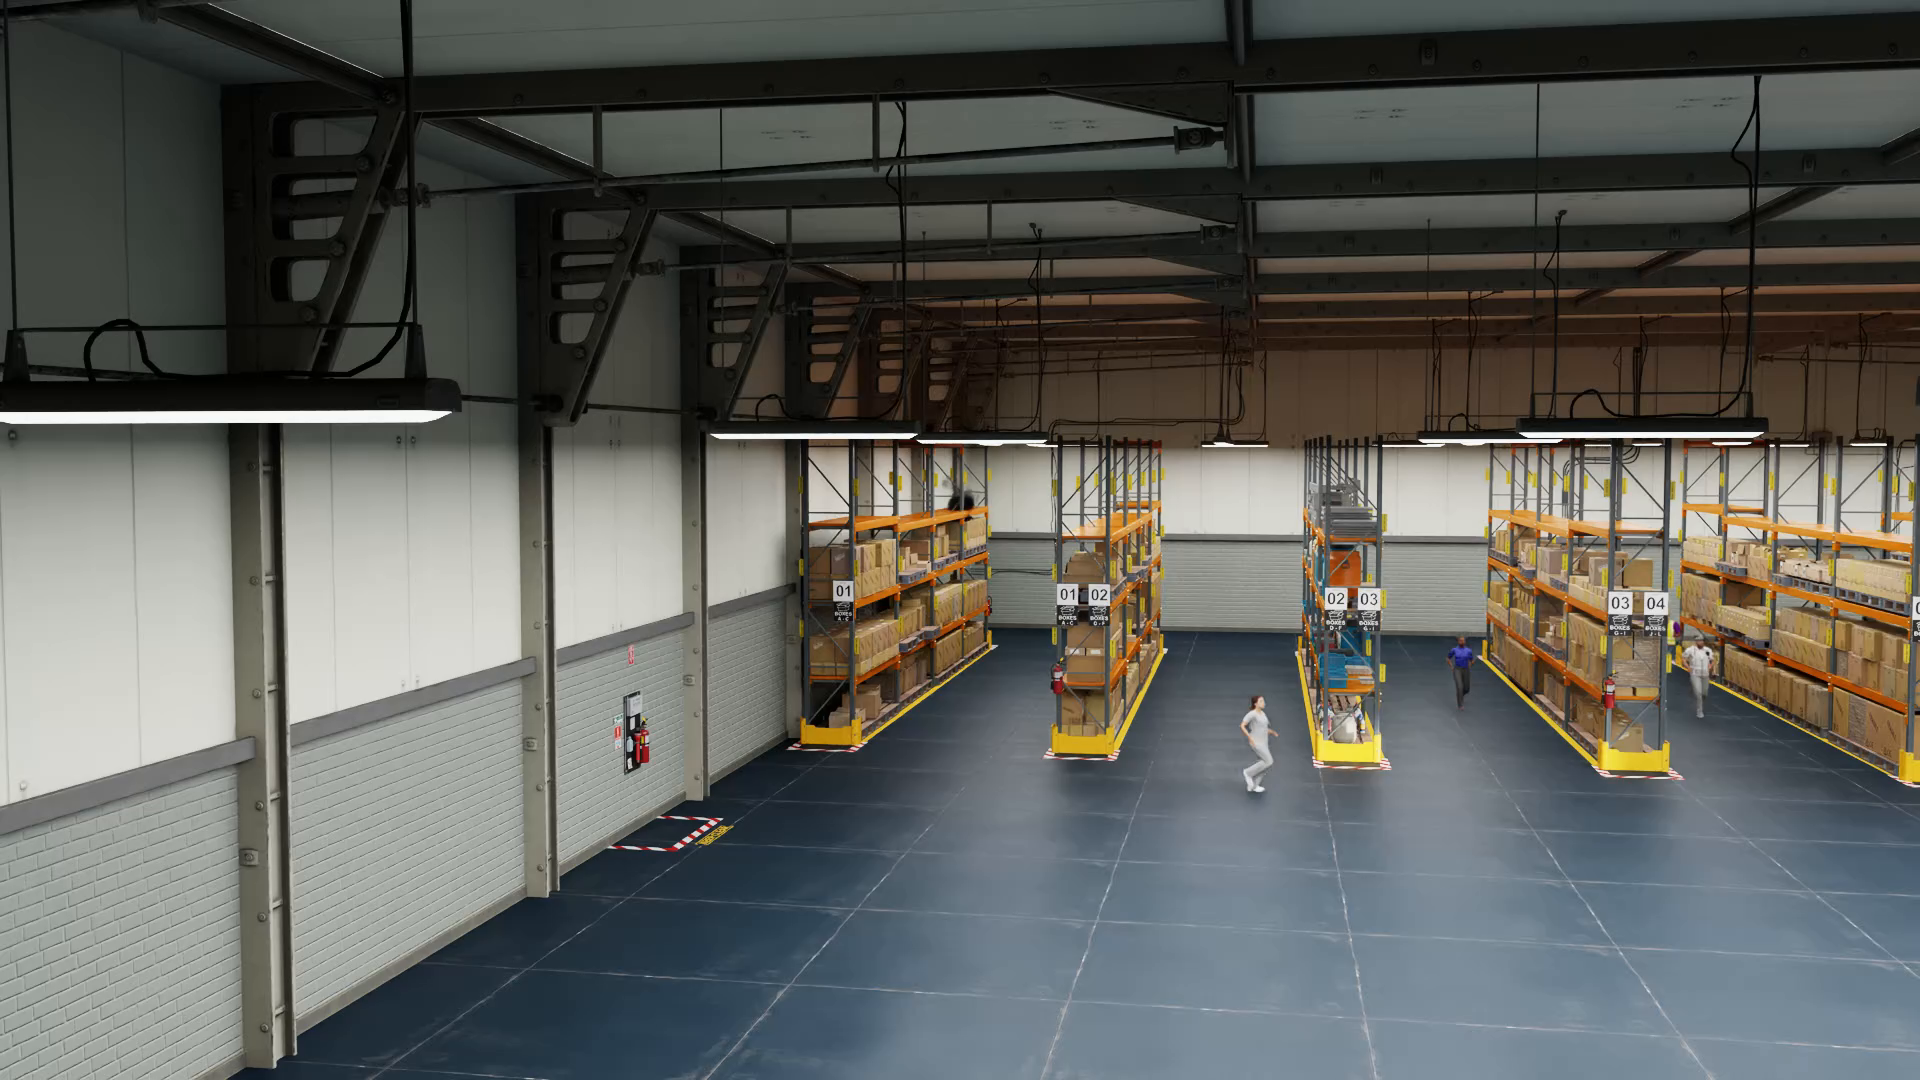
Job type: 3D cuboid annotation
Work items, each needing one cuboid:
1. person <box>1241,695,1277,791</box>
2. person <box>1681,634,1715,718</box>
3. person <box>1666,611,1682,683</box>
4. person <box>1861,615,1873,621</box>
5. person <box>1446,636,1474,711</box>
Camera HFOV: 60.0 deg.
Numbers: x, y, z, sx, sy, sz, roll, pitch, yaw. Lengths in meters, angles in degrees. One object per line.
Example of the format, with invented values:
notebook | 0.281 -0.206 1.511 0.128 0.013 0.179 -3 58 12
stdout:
person | 5.041 3.401 27.791 0.532 1.624 0.565 2 4 38
person | 15.935 2.904 35.883 0.670 1.777 0.789 0 3 6
person | 17.503 2.610 41.184 0.681 1.781 0.916 1 3 16
person | 24.565 2.460 45.009 0.664 1.633 0.604 0 3 9
person | 11.057 2.926 36.728 0.586 1.616 0.749 0 3 3
